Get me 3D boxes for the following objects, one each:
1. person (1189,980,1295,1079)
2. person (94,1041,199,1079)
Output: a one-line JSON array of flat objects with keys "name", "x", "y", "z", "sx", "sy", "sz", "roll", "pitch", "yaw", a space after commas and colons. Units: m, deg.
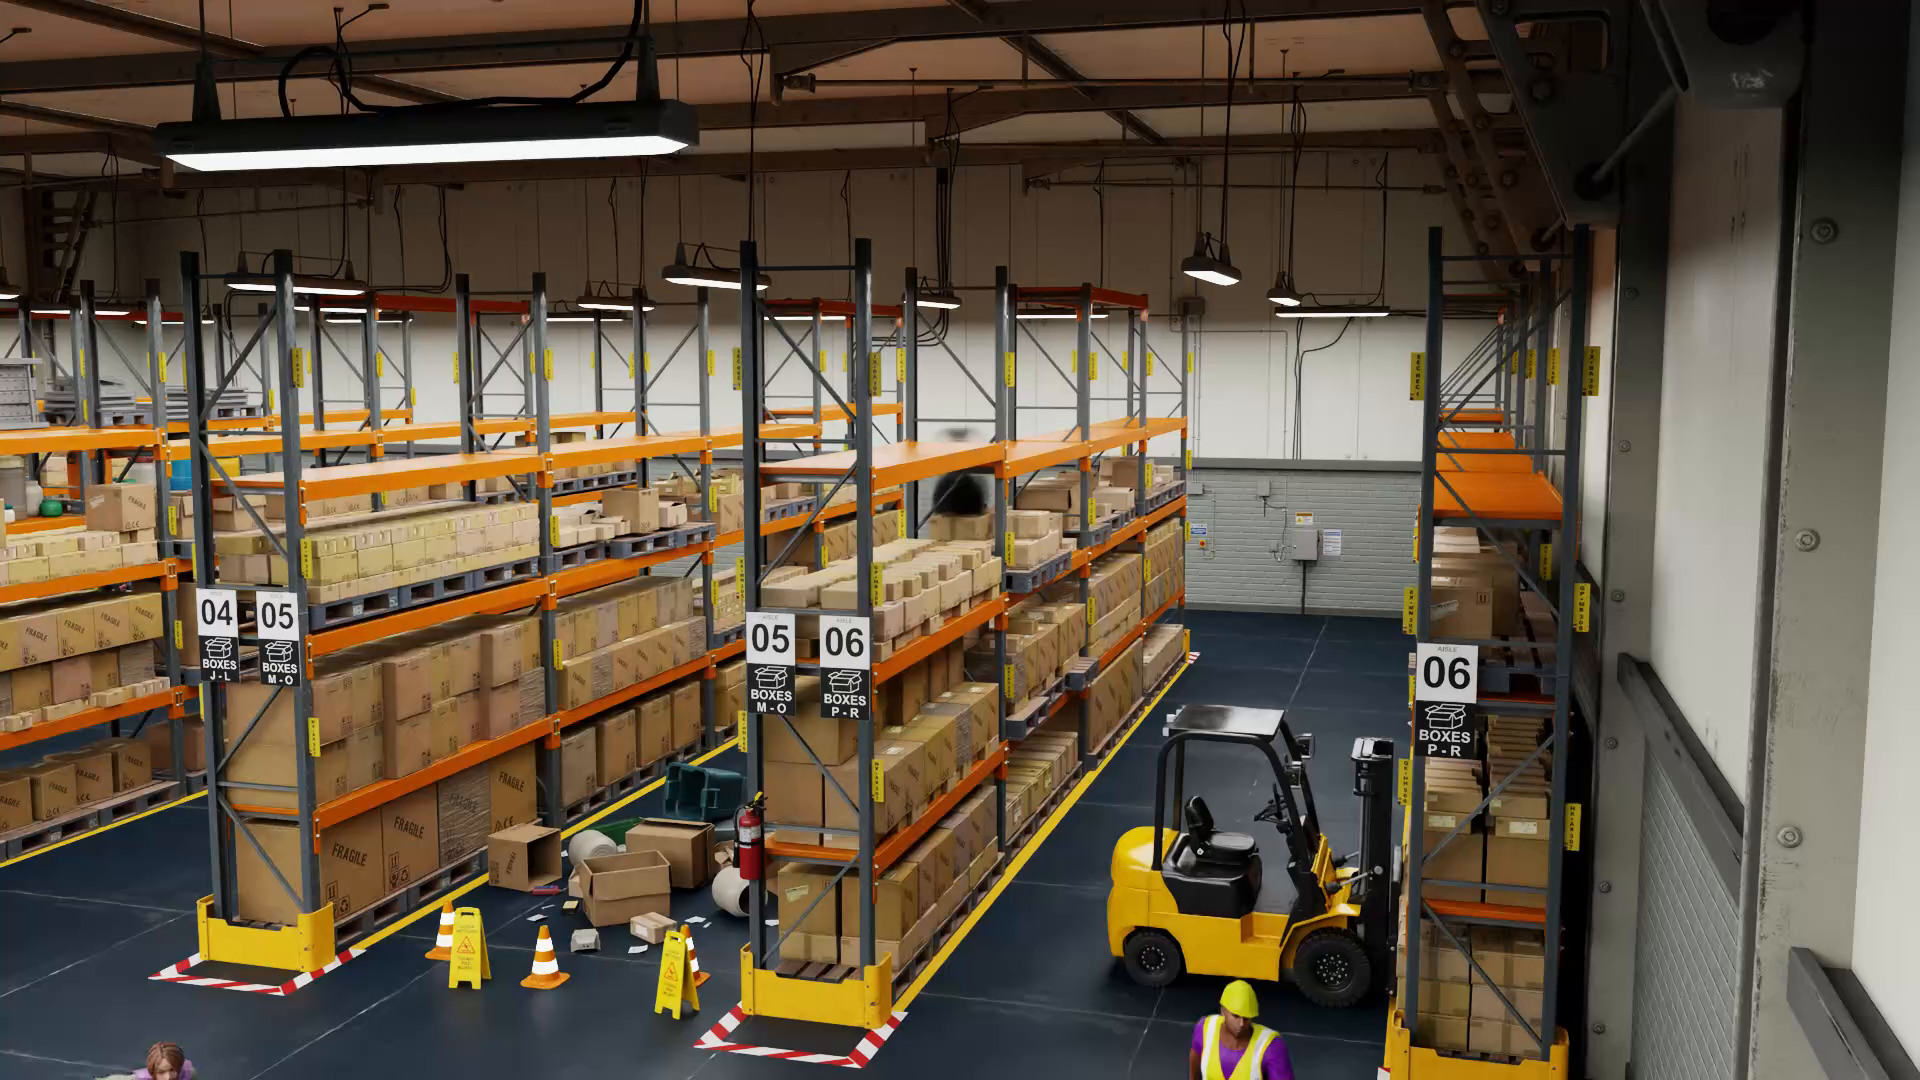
[{"name": "person", "x": 1.539, "y": 3.267, "z": 9.262, "sx": 0.663, "sy": 1.711, "sz": 0.829, "roll": 2, "pitch": 7, "yaw": 17}, {"name": "person", "x": -4.524, "y": 3.429, "z": 9.262, "sx": 0.565, "sy": 1.428, "sz": 0.798, "roll": -6, "pitch": 9, "yaw": -43}]
